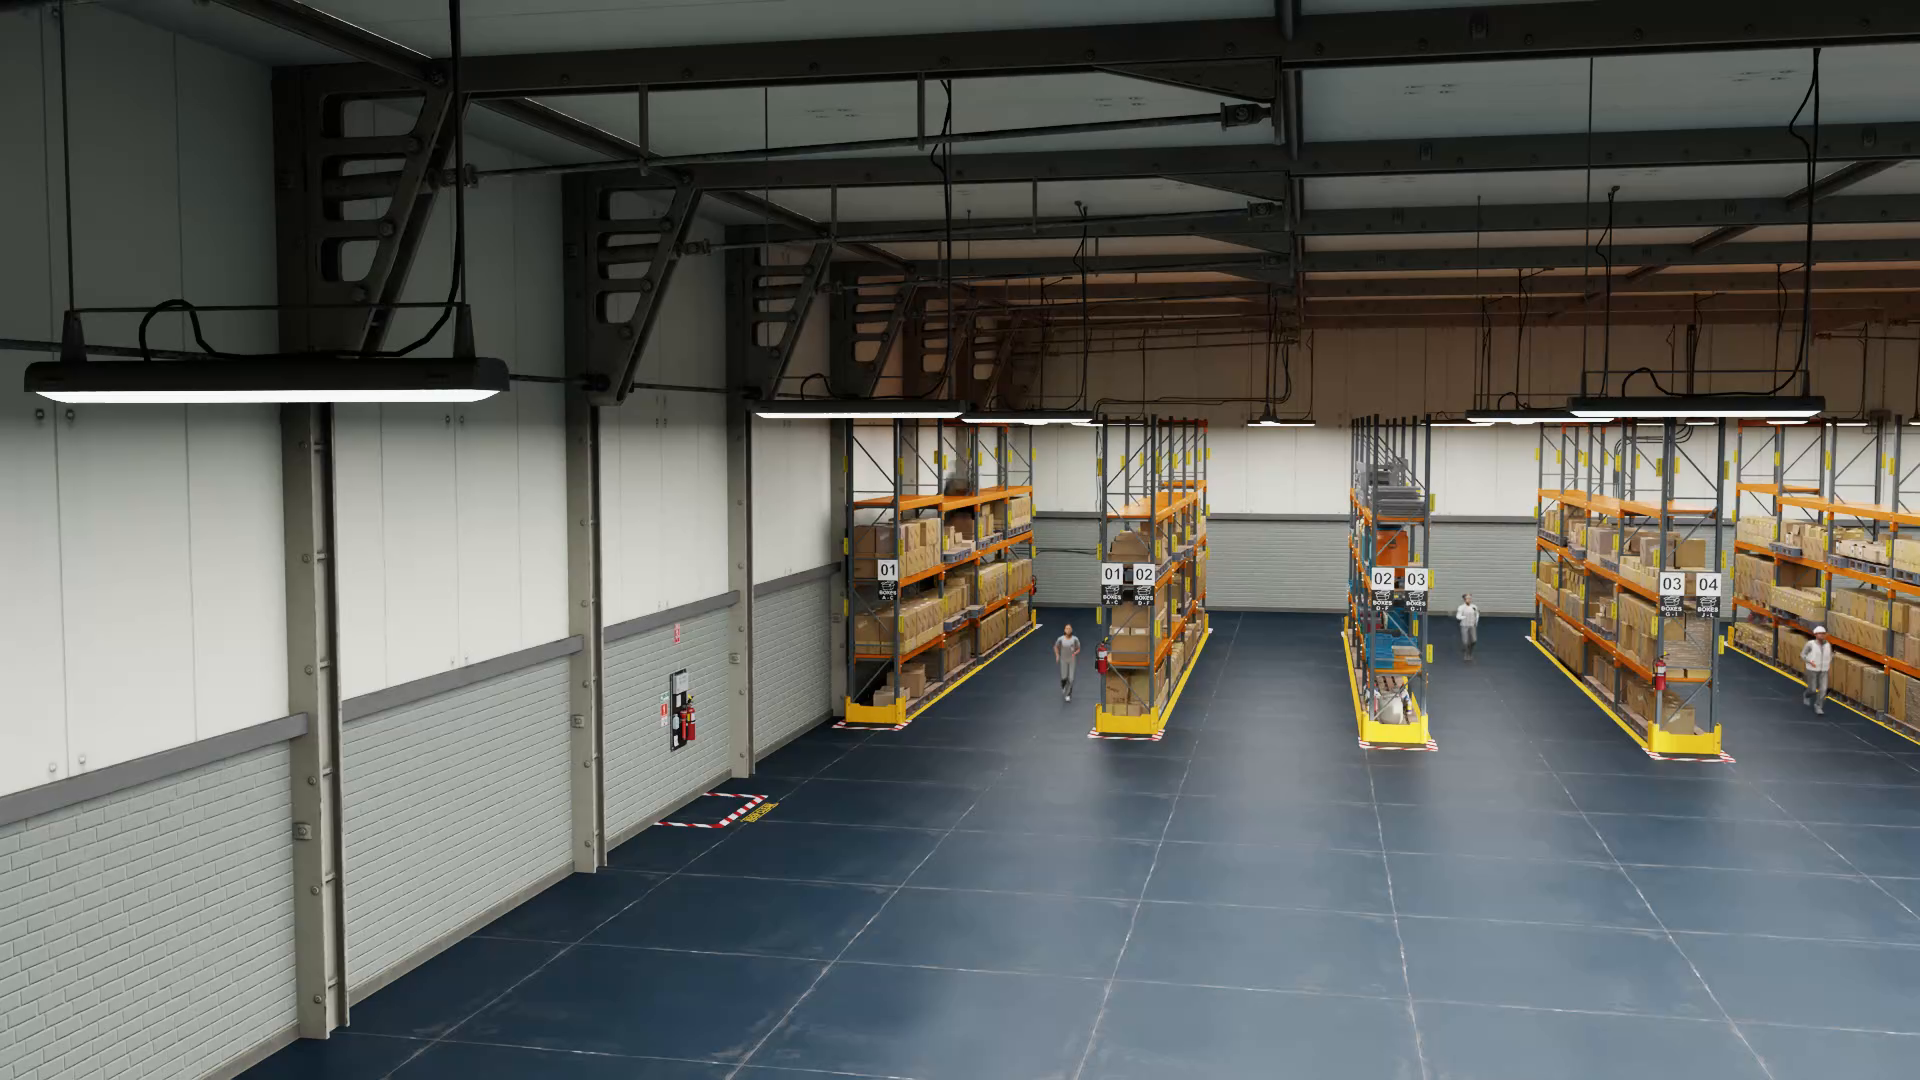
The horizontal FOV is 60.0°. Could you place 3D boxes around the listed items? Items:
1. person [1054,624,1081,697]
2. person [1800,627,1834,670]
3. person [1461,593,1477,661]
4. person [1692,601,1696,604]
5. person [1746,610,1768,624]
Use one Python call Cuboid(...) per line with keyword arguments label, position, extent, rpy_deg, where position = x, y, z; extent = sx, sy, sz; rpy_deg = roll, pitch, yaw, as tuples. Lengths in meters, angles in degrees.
Cuboid(label="person", position=(2.270, 2.551, 35.003), extent=(0.559, 1.573, 0.504), rpy_deg=(0, 4, 0))
Cuboid(label="person", position=(17.304, 2.180, 33.452), extent=(0.657, 0.870, 0.444), rpy_deg=(0, 4, 6))
Cuboid(label="person", position=(12.563, 2.153, 41.007), extent=(0.413, 1.691, 0.627), rpy_deg=(0, 4, 3))
Cuboid(label="person", position=(18.943, 2.070, 42.972), extent=(0.561, 1.602, 0.552), rpy_deg=(1, 4, 16))
Cuboid(label="person", position=(21.625, 1.834, 45.095), extent=(0.621, 1.555, 0.789), rpy_deg=(-3, 5, -38))
